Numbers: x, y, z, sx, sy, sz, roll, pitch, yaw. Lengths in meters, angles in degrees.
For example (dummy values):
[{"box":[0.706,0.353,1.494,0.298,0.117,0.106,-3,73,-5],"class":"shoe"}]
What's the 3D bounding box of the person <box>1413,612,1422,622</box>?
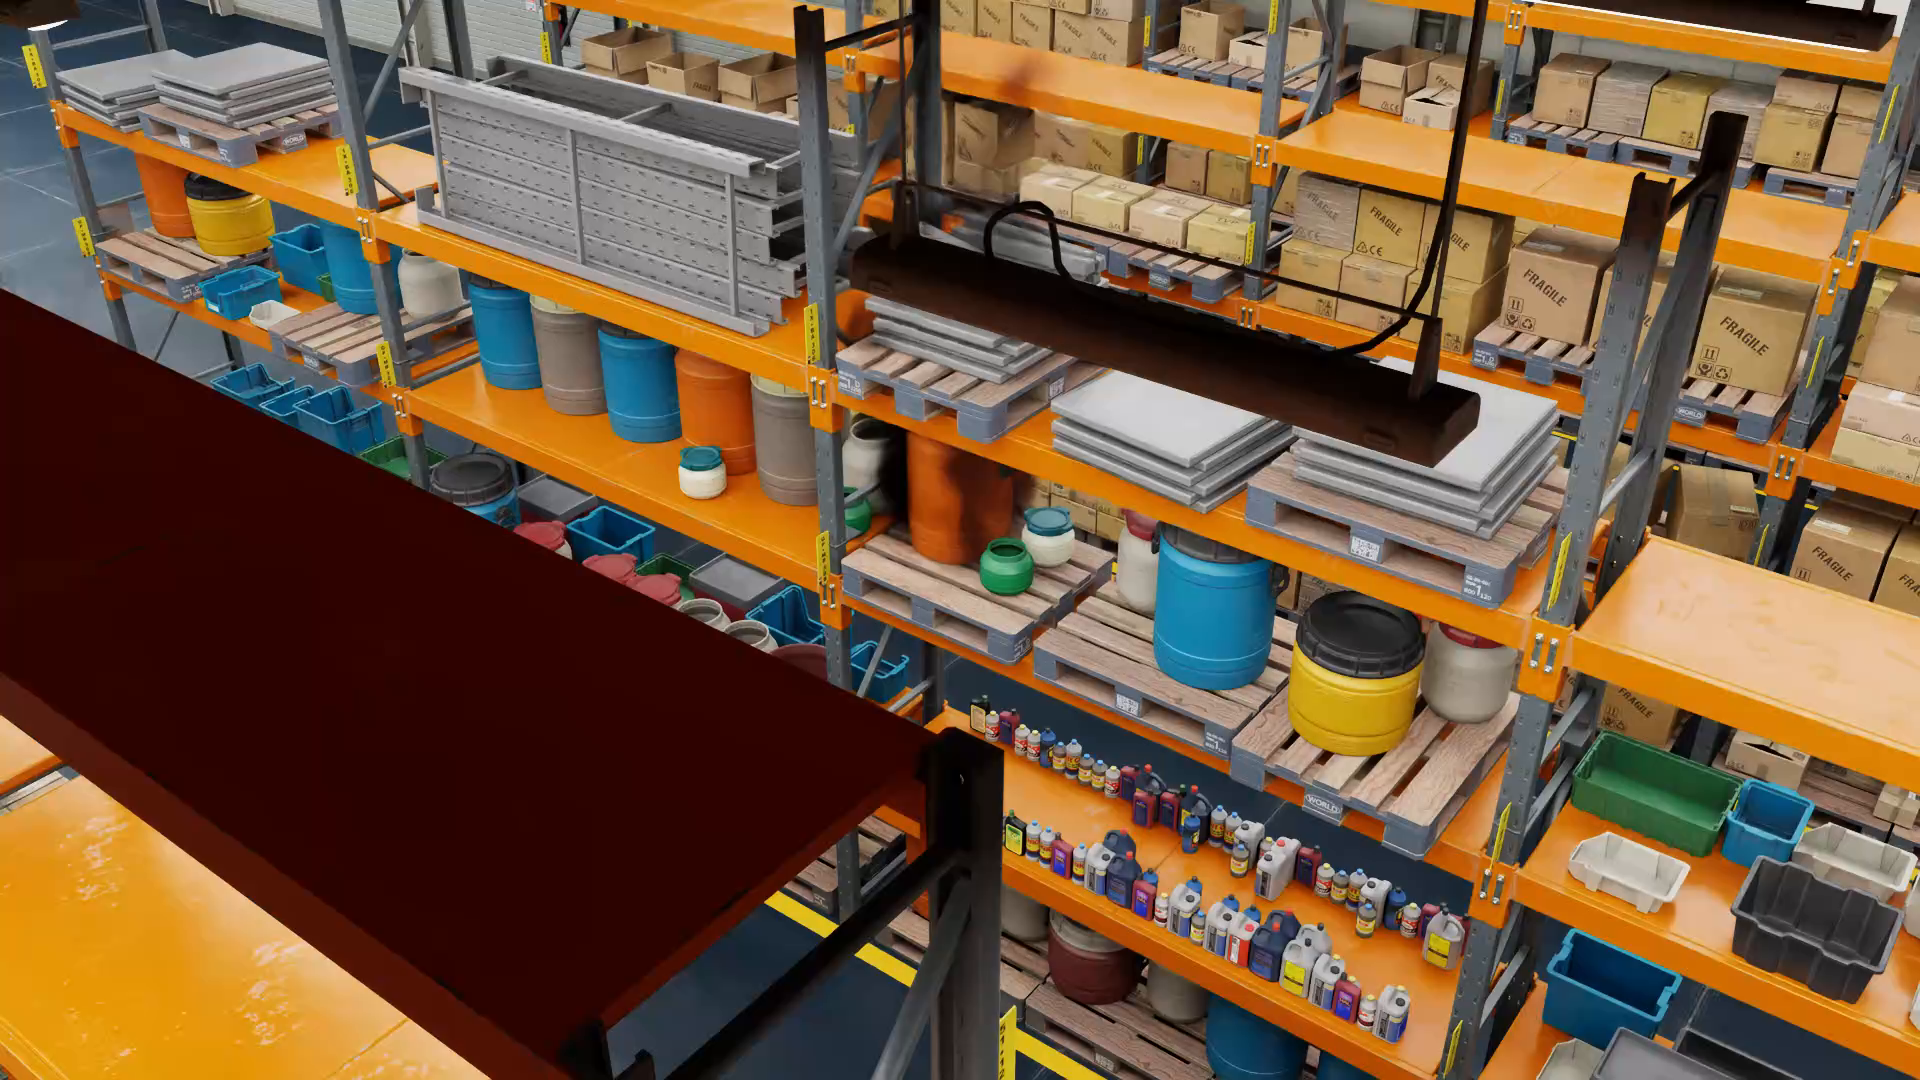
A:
[{"box":[2.907,1.021,11.492,0.661,1.787,0.655,19,36,27],"class":"person"}]
